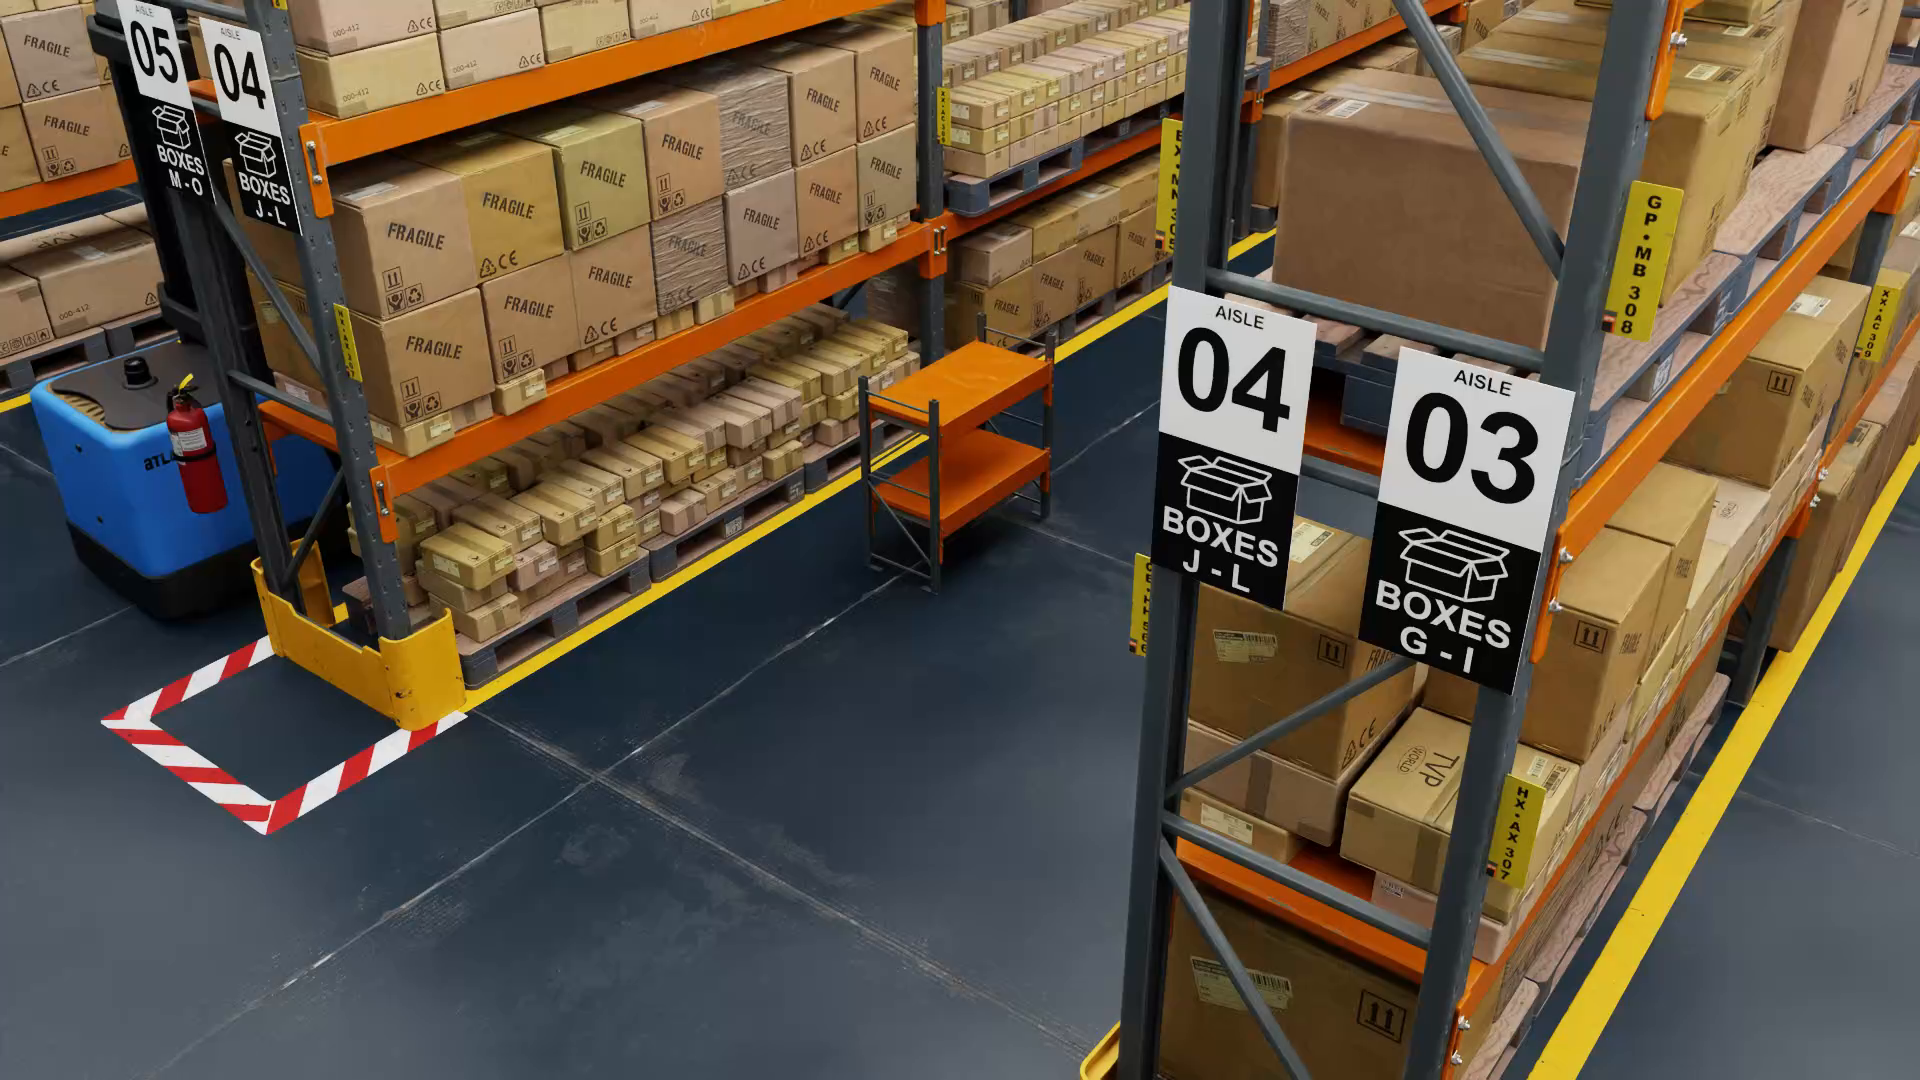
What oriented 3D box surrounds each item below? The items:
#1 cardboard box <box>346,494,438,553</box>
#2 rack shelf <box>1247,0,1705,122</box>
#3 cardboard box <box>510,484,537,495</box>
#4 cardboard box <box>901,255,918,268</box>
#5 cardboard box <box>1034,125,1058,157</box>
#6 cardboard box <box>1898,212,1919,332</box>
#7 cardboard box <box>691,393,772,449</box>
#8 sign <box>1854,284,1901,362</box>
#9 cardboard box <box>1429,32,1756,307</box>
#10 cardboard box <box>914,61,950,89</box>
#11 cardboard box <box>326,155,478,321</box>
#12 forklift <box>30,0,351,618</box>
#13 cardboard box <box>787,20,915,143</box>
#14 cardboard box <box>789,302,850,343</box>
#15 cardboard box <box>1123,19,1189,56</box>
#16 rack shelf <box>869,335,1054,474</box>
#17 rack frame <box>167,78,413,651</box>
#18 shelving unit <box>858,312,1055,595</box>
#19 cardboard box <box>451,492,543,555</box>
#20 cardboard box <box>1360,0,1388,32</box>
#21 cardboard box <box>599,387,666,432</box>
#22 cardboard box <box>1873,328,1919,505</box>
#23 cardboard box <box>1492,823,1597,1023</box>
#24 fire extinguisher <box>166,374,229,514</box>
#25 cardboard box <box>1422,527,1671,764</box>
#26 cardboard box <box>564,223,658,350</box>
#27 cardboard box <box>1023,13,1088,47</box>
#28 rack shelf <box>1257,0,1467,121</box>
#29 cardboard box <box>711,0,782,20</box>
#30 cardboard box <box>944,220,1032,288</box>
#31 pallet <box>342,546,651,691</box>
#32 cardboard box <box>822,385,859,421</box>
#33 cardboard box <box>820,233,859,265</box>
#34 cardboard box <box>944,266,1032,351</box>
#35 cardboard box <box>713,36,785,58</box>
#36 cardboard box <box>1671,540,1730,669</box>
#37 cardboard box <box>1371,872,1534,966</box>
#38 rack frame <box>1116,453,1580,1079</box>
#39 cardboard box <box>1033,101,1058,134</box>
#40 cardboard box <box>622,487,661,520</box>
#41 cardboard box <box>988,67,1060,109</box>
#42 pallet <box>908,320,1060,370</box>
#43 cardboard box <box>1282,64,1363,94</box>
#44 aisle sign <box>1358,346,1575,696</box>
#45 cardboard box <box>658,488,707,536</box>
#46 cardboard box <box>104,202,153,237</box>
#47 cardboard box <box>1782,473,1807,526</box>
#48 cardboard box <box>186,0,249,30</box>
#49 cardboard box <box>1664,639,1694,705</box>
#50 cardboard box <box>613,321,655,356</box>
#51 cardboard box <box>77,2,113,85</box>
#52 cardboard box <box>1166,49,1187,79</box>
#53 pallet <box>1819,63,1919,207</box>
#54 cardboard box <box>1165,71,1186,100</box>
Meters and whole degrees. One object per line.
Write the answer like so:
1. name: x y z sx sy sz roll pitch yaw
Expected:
1. cardboard box: -2.830 -0.107 8.290 0.380 0.149 0.250 22 37 32
2. rack shelf: 2.153 -1.949 4.809 1.077 0.370 4.000 21 37 31
3. cardboard box: -2.300 -0.278 8.869 0.380 0.149 0.250 21 36 31
4. cardboard box: -0.285 -2.038 11.051 0.500 0.250 0.500 20 36 30
5. cardboard box: 0.389 -2.536 10.421 0.380 0.149 0.250 21 37 32
6. cardboard box: 4.751 -1.435 8.631 0.500 0.500 0.500 22 37 32
7. cardboard box: -1.269 -0.662 9.226 0.380 0.149 0.250 20 36 30
8. sign: 3.804 -0.899 6.897 0.100 0.325 0.005 21 37 31
9. cardboard box: 1.653 -1.013 4.467 0.700 0.500 0.500 20 36 30
10. cardboard box: -0.284 -2.891 10.437 0.380 0.149 0.250 20 36 30
11. cardboard box: -2.465 -1.306 7.141 0.500 0.500 0.500 21 36 31
12. forklift: -3.421 -1.536 8.967 1.130 2.935 3.031 24 38 34
13. cardboard box: -0.601 -2.557 9.251 0.500 0.500 0.500 20 36 30
14. cardboard box: -0.906 -1.364 10.410 0.380 0.149 0.250 23 38 33
15. cardboard box: 1.332 -3.430 11.347 0.380 0.149 0.250 21 37 31
16. rack shelf: -0.004 -0.733 8.809 0.538 0.278 1.000 21 37 31
17. rack frame: -2.947 -0.604 7.327 1.000 3.000 0.127 21 37 31
18. shelving unit: -0.004 -0.481 8.959 0.538 1.125 1.048 21 37 31
19. cardboard box: -2.290 -0.072 8.229 0.380 0.149 0.250 22 37 32
20. cardboard box: 3.280 -4.612 13.992 0.500 0.500 0.500 21 36 31
21. cardboard box: -1.869 -0.736 9.351 0.380 0.149 0.250 21 37 32
22. cardboard box: 4.798 -0.921 9.533 1.225 0.875 0.875 21 37 31
23. cardboard box: 1.818 1.042 6.221 0.875 0.875 0.875 21 37 31
24. fire extinguisher: -3.467 -0.450 7.509 0.296 0.674 0.183 21 37 31
25. cardboard box: 1.753 0.262 4.985 0.500 0.500 0.500 20 36 30
26. cardboard box: -1.847 -1.293 8.100 0.500 0.500 0.500 22 37 32
27. cardboard box: 0.656 -3.521 11.500 0.380 0.149 0.250 22 37 33
28. rack shelf: 3.089 -4.359 14.369 1.077 0.370 4.000 21 37 31
29. cardboard box: -1.230 -2.767 8.182 0.500 0.250 0.500 21 36 31
30. cardboard box: 0.124 -1.877 10.779 0.500 0.250 0.500 19 36 29
31. pallet: -2.383 0.246 8.629 1.003 0.211 1.213 21 37 31
32. cardboard box: -0.770 -0.858 9.848 0.380 0.149 0.250 20 36 30
33. cardboard box: -0.796 -1.705 9.431 0.380 0.149 0.250 23 37 33
34. cardboard box: 0.125 -1.554 10.970 0.500 0.500 0.500 23 37 33
35. cardboard box: -1.300 -2.507 9.168 0.500 0.500 0.500 20 36 30
36. cardboard box: 2.377 0.158 5.897 0.500 0.250 0.500 20 36 30
37. cardboard box: 1.424 1.029 4.818 0.380 0.149 0.250 22 37 32
38. rack frame: 0.946 0.964 4.682 1.000 3.000 0.127 21 37 31
39. cardboard box: 0.382 -2.660 10.339 0.380 0.149 0.250 22 37 32
40. cardboard box: -1.813 -0.249 8.820 0.380 0.149 0.250 19 36 29
41. cardboard box: 0.392 -2.795 10.276 0.380 0.149 0.250 21 37 32
42. pallet: -0.064 -1.347 11.316 1.003 0.211 1.213 21 37 31
43. cardboard box: 2.846 -3.645 14.252 1.050 0.750 0.750 22 37 32
44. aisle sign: 1.142 -0.033 3.814 0.394 0.787 0.004 21 37 31
45. cardboard box: -1.599 -0.185 9.004 0.380 0.149 0.250 19 36 29
46. cardboard box: -5.545 -2.204 12.128 0.875 0.438 0.875 20 36 30
47. cardboard box: 3.282 -0.224 6.933 0.380 0.149 0.250 22 37 32
48. cardboard box: -2.872 -2.310 6.921 0.500 0.250 0.500 20 36 30
49. cardboard box: 2.351 0.403 5.874 0.380 0.149 0.250 20 36 30
50. cardboard box: -1.763 -1.077 8.372 0.380 0.149 0.250 20 36 30
51. cardboard box: -5.527 -3.294 10.787 0.500 0.500 0.500 21 37 31
52. cardboard box: 1.327 -3.296 11.413 0.380 0.149 0.250 21 36 31
53. pallet: 2.859 -1.585 6.127 1.003 0.211 1.213 21 37 31
54. cardboard box: 1.330 -3.171 11.493 0.380 0.149 0.250 19 36 29
